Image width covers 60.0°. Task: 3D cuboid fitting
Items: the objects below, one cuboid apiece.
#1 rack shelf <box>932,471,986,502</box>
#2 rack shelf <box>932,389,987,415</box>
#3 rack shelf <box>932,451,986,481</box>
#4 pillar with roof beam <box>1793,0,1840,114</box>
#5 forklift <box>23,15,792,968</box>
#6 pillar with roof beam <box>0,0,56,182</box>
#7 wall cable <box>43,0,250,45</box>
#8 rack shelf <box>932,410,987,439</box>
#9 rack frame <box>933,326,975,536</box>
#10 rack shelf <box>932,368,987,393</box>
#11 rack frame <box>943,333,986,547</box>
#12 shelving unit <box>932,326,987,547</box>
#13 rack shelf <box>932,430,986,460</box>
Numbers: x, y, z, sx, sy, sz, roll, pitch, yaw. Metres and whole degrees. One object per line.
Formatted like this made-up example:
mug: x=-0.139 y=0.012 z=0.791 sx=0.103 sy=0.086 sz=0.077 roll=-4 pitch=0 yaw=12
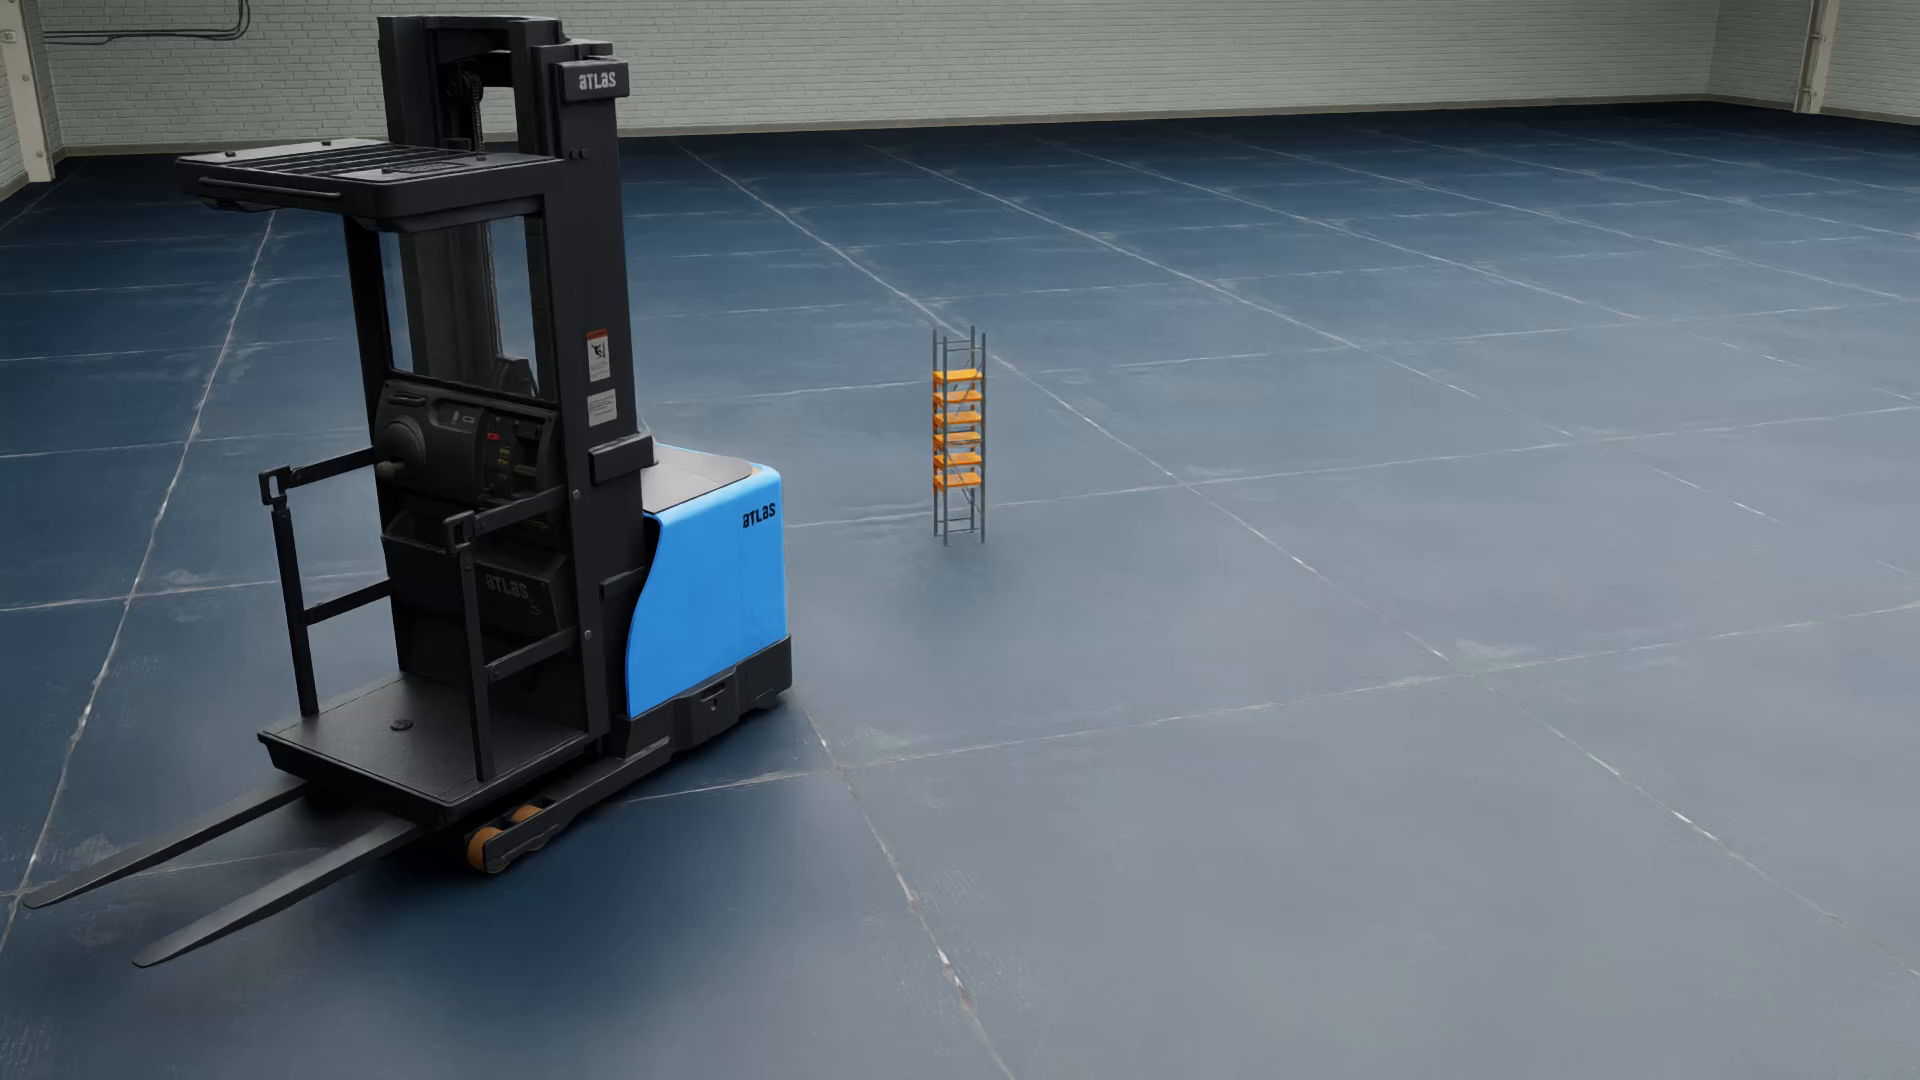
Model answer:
rack shelf: x=-0.005 y=-0.302 z=9.323 sx=0.258 sy=0.103 sz=0.180 roll=-6 pitch=21 yaw=-17
rack shelf: x=-0.005 y=-0.753 z=9.160 sx=0.258 sy=0.103 sz=0.180 roll=-6 pitch=21 yaw=-17
rack shelf: x=-0.005 y=-0.415 z=9.282 sx=0.258 sy=0.103 sz=0.180 roll=-6 pitch=21 yaw=-17
pillar with roof beam: x=12.725 y=-12.255 z=30.223 sx=9.100 sy=9.000 sz=0.400 roll=-6 pitch=21 yaw=-17
forklift: x=-1.970 y=-0.348 z=6.051 sx=1.130 sy=2.935 sz=3.031 roll=12 pitch=23 yaw=31
pillar with roof beam: x=-9.005 y=-9.823 z=23.452 sx=9.100 sy=9.000 sz=0.400 roll=-6 pitch=21 yaw=-17
wall cable: x=-12.763 y=-8.990 z=25.726 sx=3.097 sy=2.526 sz=0.112 roll=-6 pitch=21 yaw=-17
rack shelf: x=-0.005 y=-0.640 z=9.201 sx=0.258 sy=0.103 sz=0.180 roll=-6 pitch=21 yaw=-17
rack frame: x=-0.033 y=-0.599 z=9.308 sx=0.240 sy=1.200 sz=0.006 roll=-6 pitch=21 yaw=-17
rack shelf: x=-0.005 y=-0.866 z=9.120 sx=0.258 sy=0.103 sz=0.180 roll=-6 pitch=21 yaw=-17
rack frame: x=0.024 y=-0.540 z=9.145 sx=0.240 sy=1.200 sz=0.006 roll=-6 pitch=21 yaw=-17
shelving unit: x=-0.005 y=-0.569 z=9.227 sx=0.258 sy=1.200 sz=0.189 roll=-6 pitch=21 yaw=-17
rack shelf: x=-0.005 y=-0.528 z=9.242 sx=0.258 sy=0.103 sz=0.180 roll=-6 pitch=21 yaw=-17
